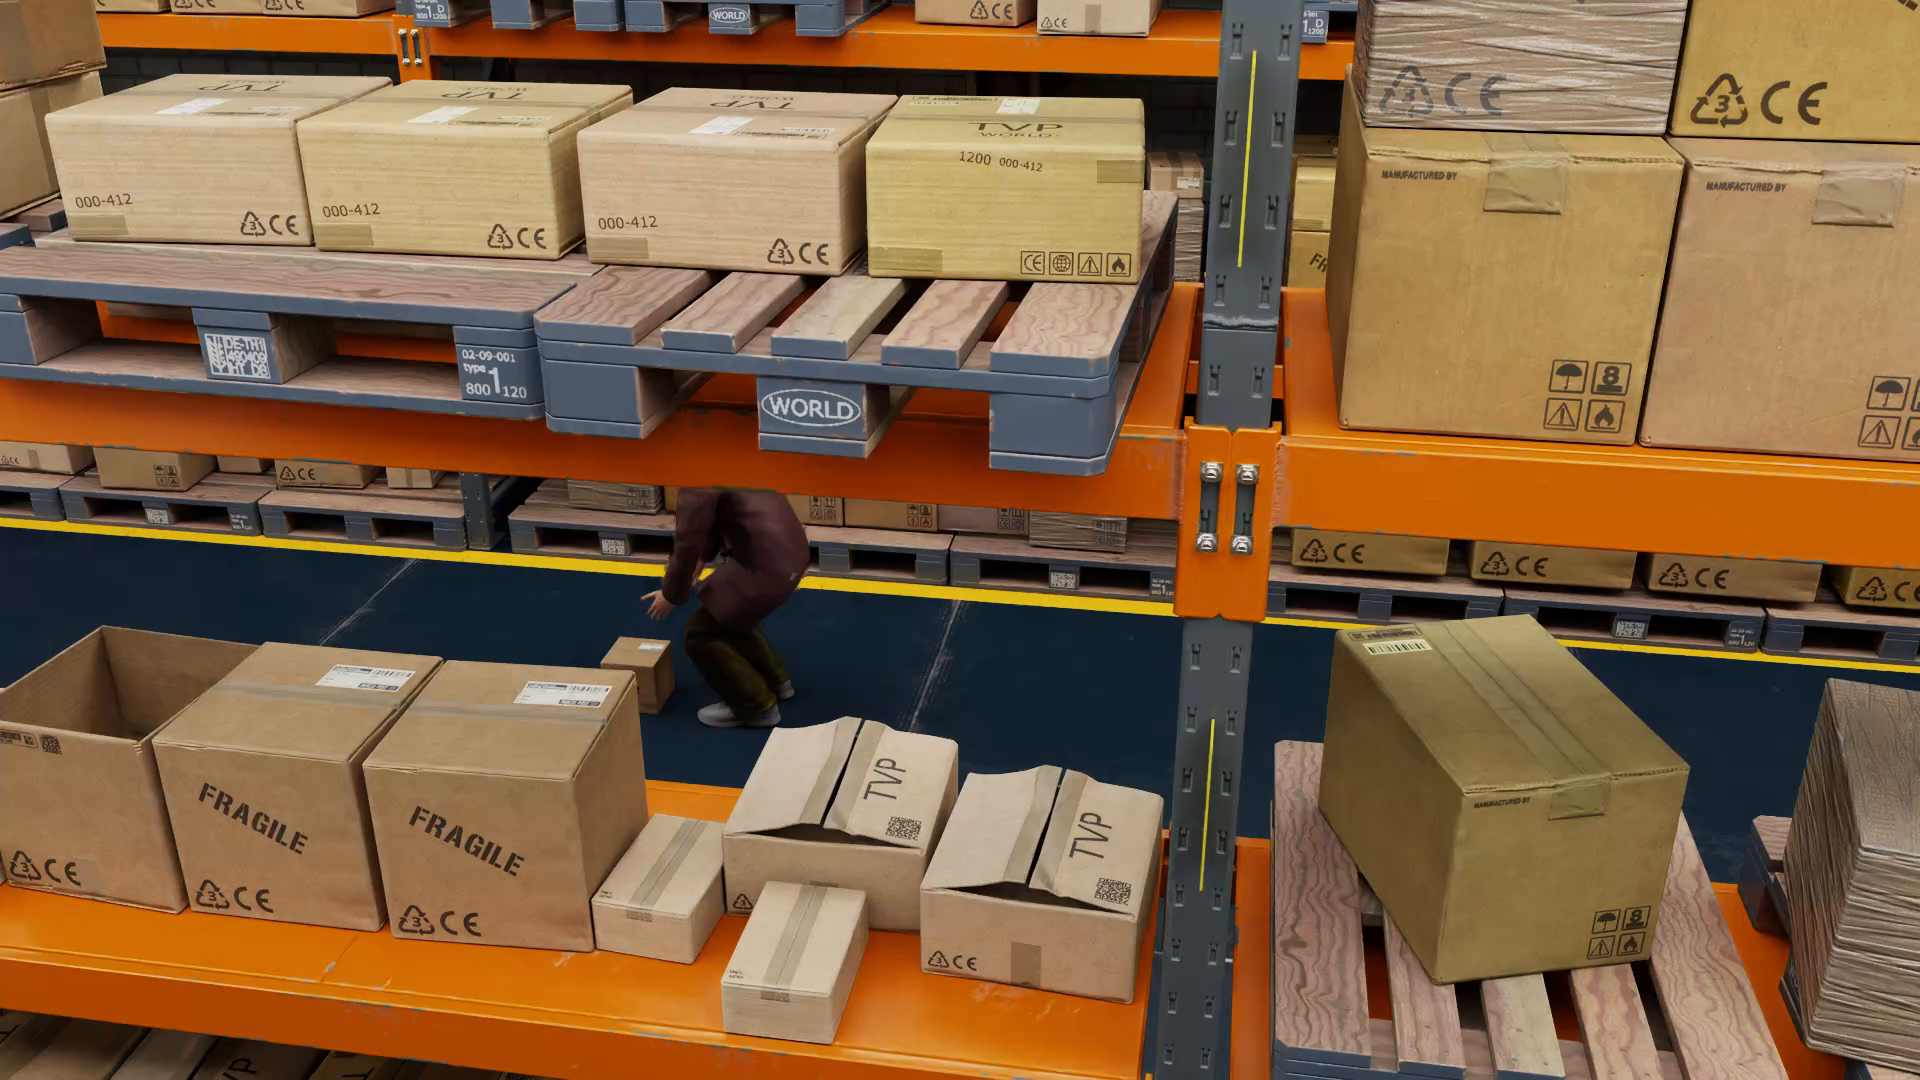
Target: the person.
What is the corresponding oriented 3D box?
[{"bbox_3d":[-1.013,0.123,7.260,0.701,1.446,0.630,4,25,9],"label":"person"}]
